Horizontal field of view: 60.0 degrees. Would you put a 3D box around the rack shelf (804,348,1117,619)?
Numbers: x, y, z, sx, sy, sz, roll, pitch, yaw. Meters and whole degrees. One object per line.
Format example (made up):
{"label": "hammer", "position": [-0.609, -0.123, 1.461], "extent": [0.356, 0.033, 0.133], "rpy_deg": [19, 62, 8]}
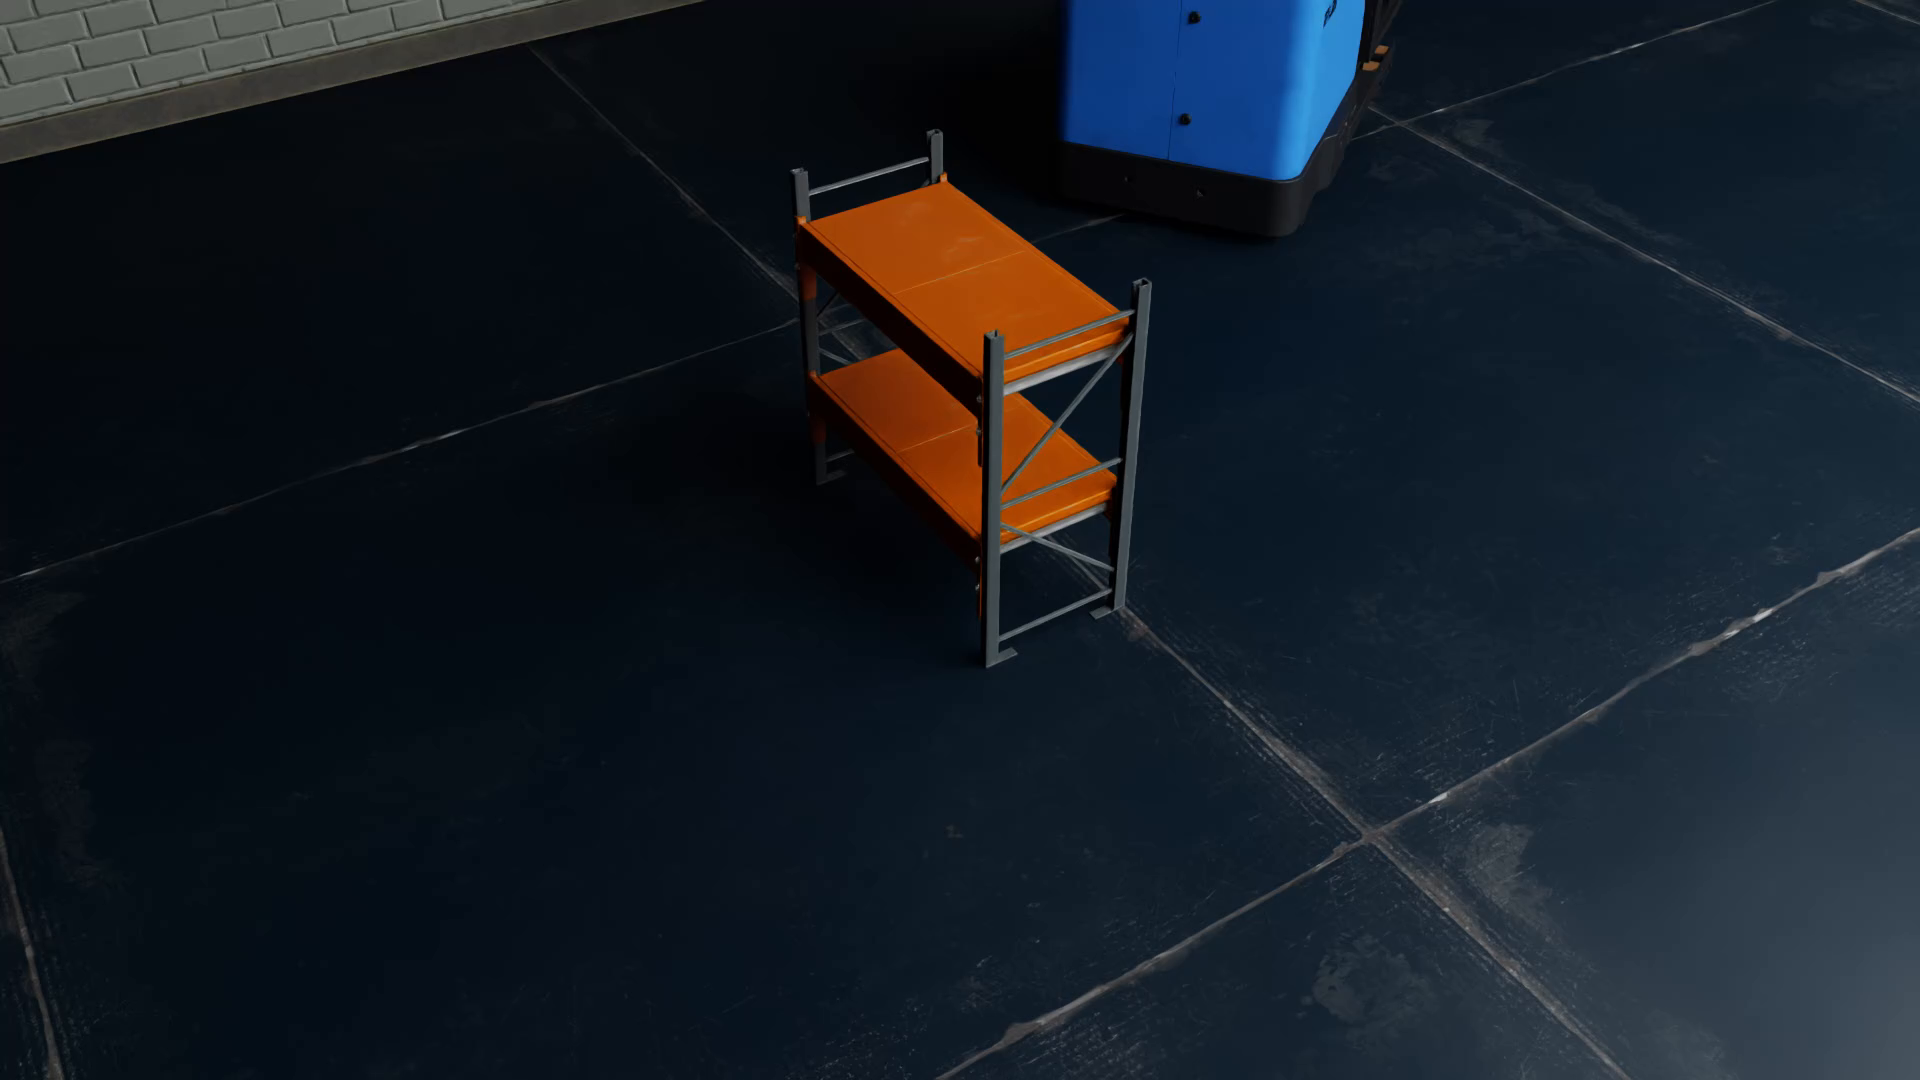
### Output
{"label": "rack shelf", "position": [0.004, -0.241, 5.042], "extent": [0.538, 0.278, 1.000], "rpy_deg": [-22, 45, -24]}

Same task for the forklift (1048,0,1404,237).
{"label": "forklift", "position": [1.400, -3.270, 6.885], "extent": [1.130, 2.935, 3.031], "rpy_deg": [15, 42, 17]}

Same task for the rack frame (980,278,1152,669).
{"label": "rack frame", "position": [0.277, -0.154, 4.556], "extent": [0.500, 1.125, 0.032], "rpy_deg": [-22, 45, -24]}

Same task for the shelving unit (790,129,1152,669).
{"label": "shelving unit", "position": [0.004, -0.428, 4.886], "extent": [0.538, 1.125, 1.048], "rpy_deg": [-22, 45, -24]}

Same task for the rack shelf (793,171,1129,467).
{"label": "rack shelf", "position": [0.004, -0.653, 4.698], "extent": [0.538, 0.278, 1.000], "rpy_deg": [-22, 45, -24]}

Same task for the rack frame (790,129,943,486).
{"label": "rack frame", "position": [-0.270, -0.703, 5.215], "extent": [0.500, 1.125, 0.032], "rpy_deg": [-22, 45, -24]}
